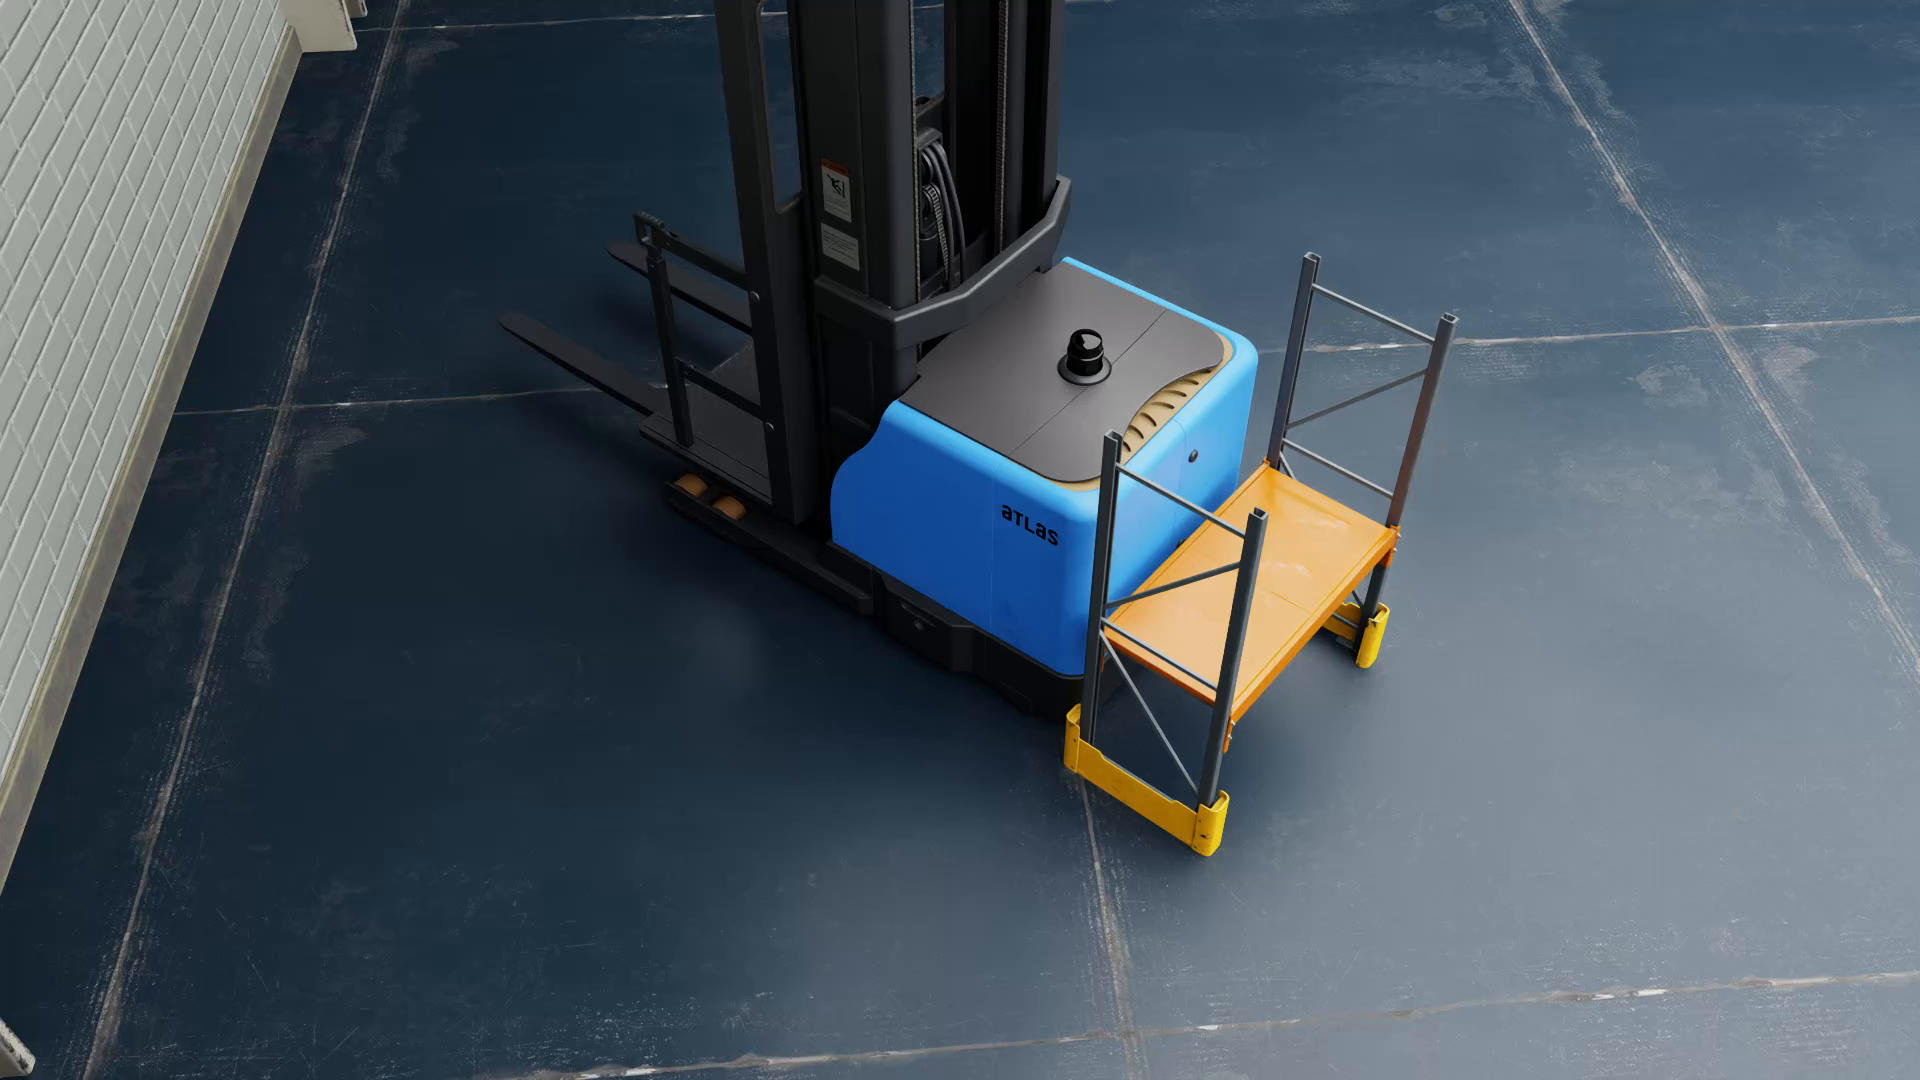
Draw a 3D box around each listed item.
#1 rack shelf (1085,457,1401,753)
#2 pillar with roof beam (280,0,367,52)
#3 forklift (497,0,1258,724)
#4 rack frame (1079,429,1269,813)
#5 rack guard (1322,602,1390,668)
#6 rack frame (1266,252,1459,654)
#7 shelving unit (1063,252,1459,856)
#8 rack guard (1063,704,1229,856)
[{"bbox_3d":[0.911,0.179,5.295,0.538,0.185,1.000,31,54,26],"label":"rack shelf"},{"bbox_3d":[0.967,-6.046,5.778,9.100,9.000,0.400,-3,47,-3],"label":"pillar with roof beam"},{"bbox_3d":[-0.493,-1.284,5.447,3.031,2.935,1.130,29,53,25],"label":"forklift"},{"bbox_3d":[0.588,0.341,4.895,0.500,1.500,0.032,31,54,26],"label":"rack frame"},{"bbox_3d":[1.222,0.211,5.878,0.587,0.250,0.087,31,54,26],"label":"rack guard"},{"bbox_3d":[1.234,-0.229,5.434,0.500,1.500,0.032,31,54,26],"label":"rack frame"},{"bbox_3d":[0.905,0.061,5.160,0.587,1.500,1.083,31,54,26],"label":"shelving unit"},{"bbox_3d":[0.589,0.770,5.349,0.587,0.250,0.087,31,54,26],"label":"rack guard"}]
